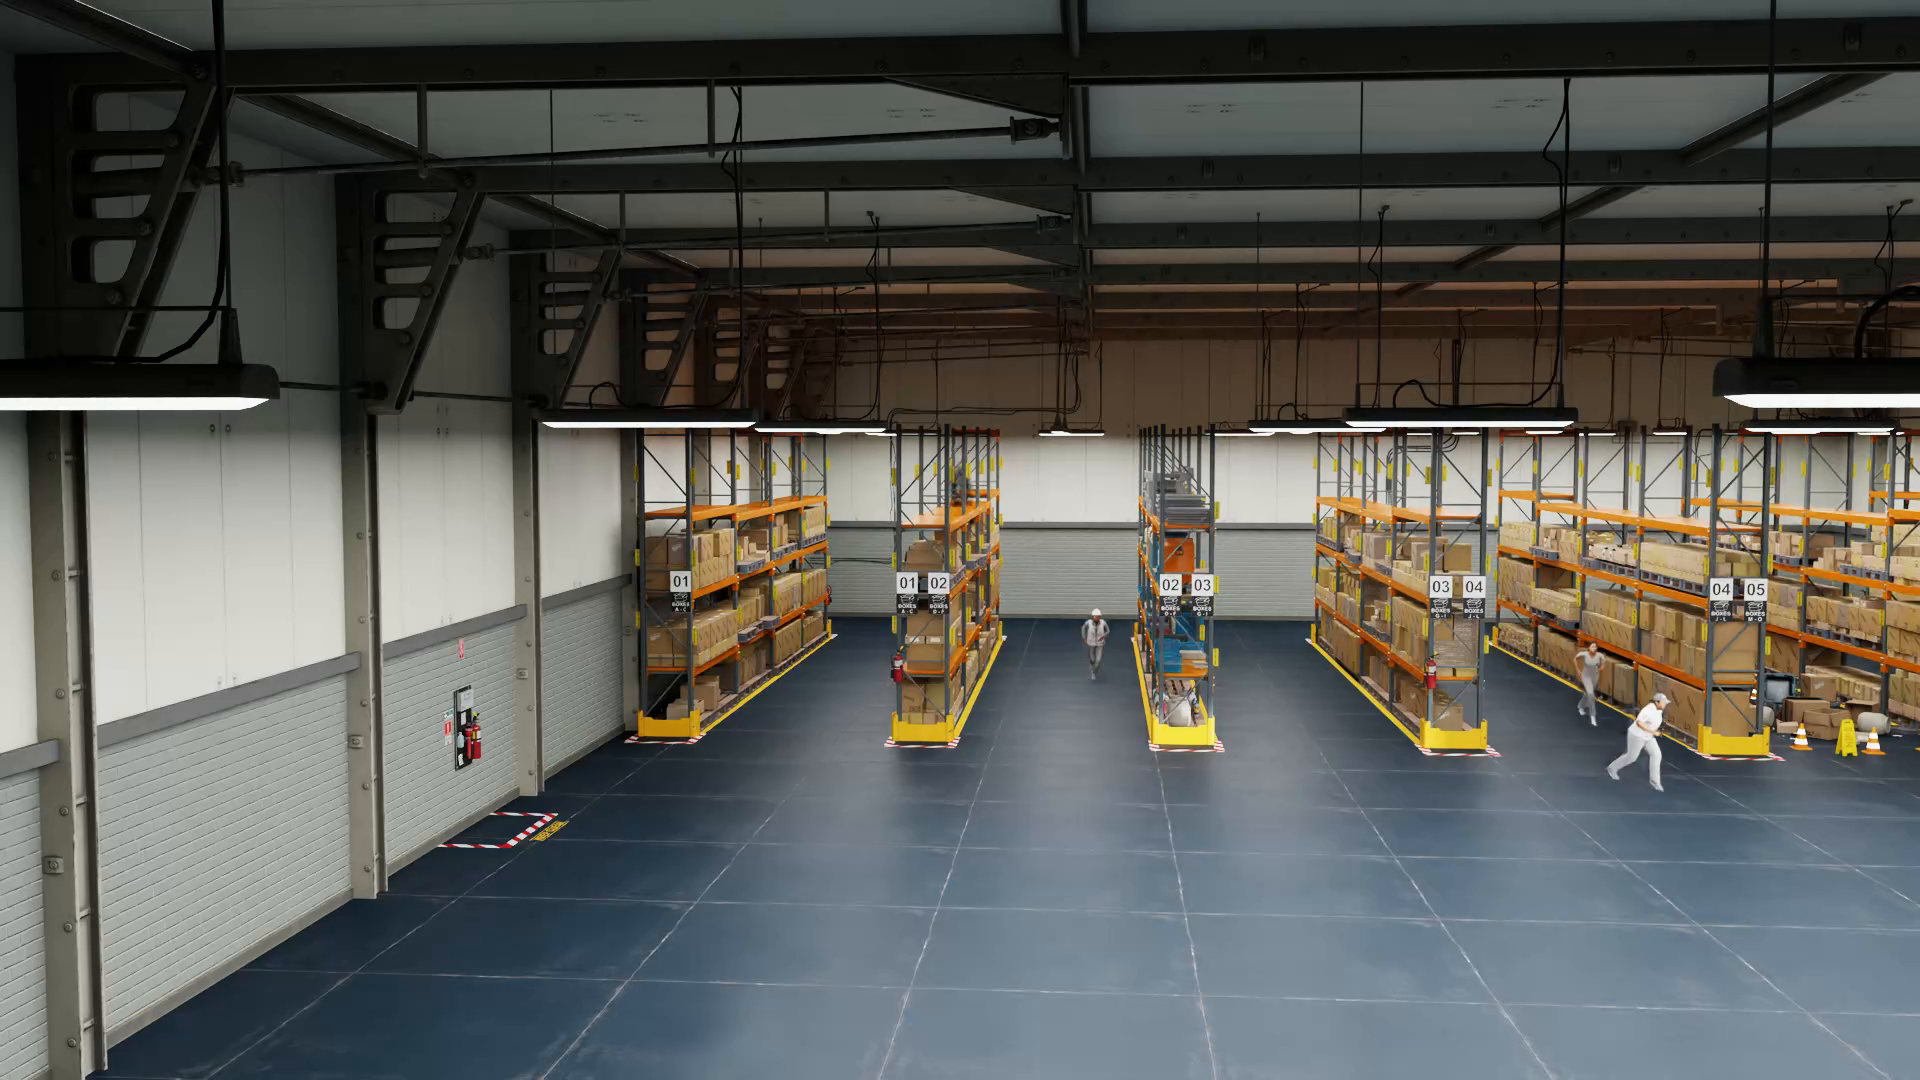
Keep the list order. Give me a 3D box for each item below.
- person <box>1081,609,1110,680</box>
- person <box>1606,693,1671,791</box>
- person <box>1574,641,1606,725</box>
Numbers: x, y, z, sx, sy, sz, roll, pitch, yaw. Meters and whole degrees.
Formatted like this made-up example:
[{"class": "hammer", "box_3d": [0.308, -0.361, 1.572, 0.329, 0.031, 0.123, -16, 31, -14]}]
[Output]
[{"class": "person", "box_3d": [3.223, 2.483, 39.562, 0.649, 1.706, 0.738, 0, 3, -2]}, {"class": "person", "box_3d": [11.184, 3.290, 27.382, 0.646, 1.628, 1.023, -3, 5, -45]}, {"class": "person", "box_3d": [12.764, 2.853, 33.747, 0.568, 1.673, 1.022, 0, 3, -1]}]
